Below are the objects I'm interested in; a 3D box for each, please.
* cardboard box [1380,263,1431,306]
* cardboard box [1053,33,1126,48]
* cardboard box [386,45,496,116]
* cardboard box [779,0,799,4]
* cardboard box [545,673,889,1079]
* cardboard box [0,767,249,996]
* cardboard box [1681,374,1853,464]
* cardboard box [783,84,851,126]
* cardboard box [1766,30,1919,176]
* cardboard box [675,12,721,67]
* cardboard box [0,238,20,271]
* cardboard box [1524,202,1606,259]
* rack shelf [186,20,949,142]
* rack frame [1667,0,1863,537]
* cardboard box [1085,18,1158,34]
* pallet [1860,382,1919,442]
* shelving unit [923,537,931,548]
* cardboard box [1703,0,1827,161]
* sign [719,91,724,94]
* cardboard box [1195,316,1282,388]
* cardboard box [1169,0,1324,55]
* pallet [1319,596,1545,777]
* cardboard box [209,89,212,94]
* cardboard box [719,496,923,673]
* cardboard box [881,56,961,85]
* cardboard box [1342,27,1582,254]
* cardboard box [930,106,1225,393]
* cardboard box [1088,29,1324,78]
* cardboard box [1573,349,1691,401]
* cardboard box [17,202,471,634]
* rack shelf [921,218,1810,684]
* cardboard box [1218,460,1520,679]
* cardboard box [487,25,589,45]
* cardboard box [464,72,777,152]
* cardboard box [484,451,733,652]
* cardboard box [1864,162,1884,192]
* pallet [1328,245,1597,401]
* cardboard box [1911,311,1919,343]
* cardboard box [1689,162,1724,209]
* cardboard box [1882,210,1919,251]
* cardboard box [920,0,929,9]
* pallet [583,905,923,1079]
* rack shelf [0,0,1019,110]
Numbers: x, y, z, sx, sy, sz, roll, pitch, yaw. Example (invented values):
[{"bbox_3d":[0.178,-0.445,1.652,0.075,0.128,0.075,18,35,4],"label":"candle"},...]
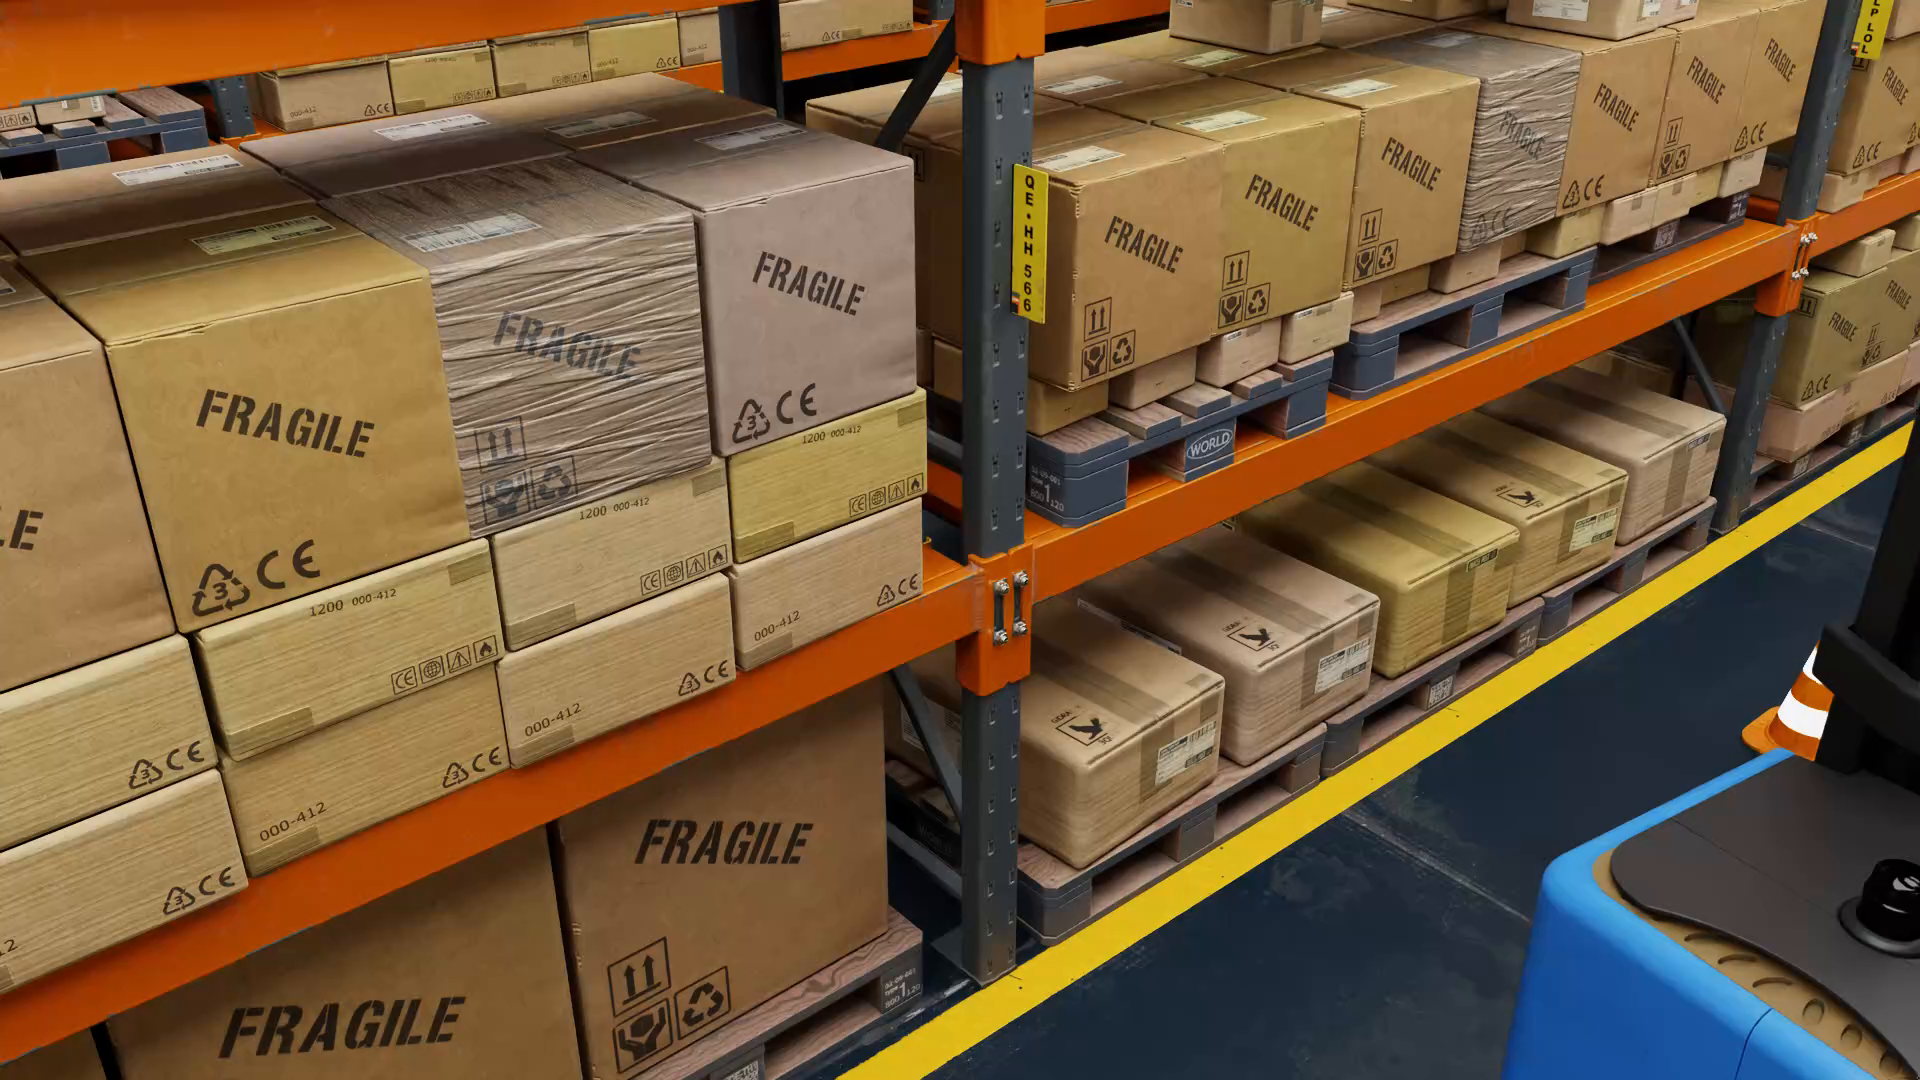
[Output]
[{"bbox_3d":[1.171,-0.836,4.953,0.250,0.149,0.380,-20,34,-33],"label":"cardboard box"},{"bbox_3d":[0.940,-3.069,10.721,0.500,0.250,0.500,-21,34,-33],"label":"cardboard box"},{"bbox_3d":[-2.559,-2.221,7.883,0.500,0.250,0.500,-23,36,-36],"label":"cardboard box"},{"bbox_3d":[-0.992,-3.063,8.928,0.500,0.250,0.500,-23,36,-36],"label":"cardboard box"},{"bbox_3d":[-0.796,0.625,4.207,0.875,0.875,0.875,-22,35,-35],"label":"cardboard box"},{"bbox_3d":[-1.574,0.482,2.825,0.500,0.250,0.500,-23,35,-36],"label":"cardboard box"},{"bbox_3d":[3.451,-0.588,7.140,0.500,0.250,0.500,-24,36,-37],"label":"cardboard box"},{"bbox_3d":[-0.788,-2.285,9.917,0.625,0.625,0.875,-20,34,-33],"label":"cardboard box"},{"bbox_3d":[3.342,-1.742,6.405,0.500,0.500,0.500,-22,35,-35],"label":"cardboard box"},{"bbox_3d":[-1.388,-2.700,8.779,0.500,0.250,0.500,-22,35,-35],"label":"cardboard box"},{"bbox_3d":[-1.911,-0.269,2.904,0.500,0.500,0.500,-21,35,-34],"label":"cardboard box"},{"bbox_3d":[1.829,-1.043,5.340,0.250,0.149,0.380,-22,35,-35],"label":"cardboard box"},{"bbox_3d":[-1.919,-2.382,8.787,4.000,0.370,1.077,-22,35,-35],"label":"rack shelf"},{"bbox_3d":[2.827,-1.532,6.434,0.127,3.000,1.000,-22,35,-35],"label":"rack frame"},{"bbox_3d":[0.997,-3.411,11.361,0.500,0.250,0.500,-23,36,-36],"label":"cardboard box"},{"bbox_3d":[4.243,-0.895,8.202,1.213,0.211,1.003,-22,35,-35],"label":"pallet"},{"bbox_3d":[0.058,-0.685,6.440,1.083,1.500,0.587,-22,35,-35],"label":"shelving unit"},{"bbox_3d":[2.624,-1.669,5.823,0.500,0.500,0.500,-23,36,-36],"label":"cardboard box"},{"bbox_3d":[-0.576,-0.976,4.249,0.005,0.325,0.100,-22,35,-35],"label":"sign"},{"bbox_3d":[0.626,-0.557,4.431,0.250,0.149,0.380,-25,37,-38],"label":"cardboard box"},{"bbox_3d":[0.845,-1.557,4.925,0.250,0.149,0.380,-24,36,-37],"label":"cardboard box"},{"bbox_3d":[1.307,0.312,5.943,1.213,0.211,1.003,-22,35,-35],"label":"pallet"},{"bbox_3d":[-3.265,-2.250,7.937,0.500,0.250,0.500,-23,36,-36],"label":"cardboard box"},{"bbox_3d":[-0.433,0.006,3.716,0.500,0.250,0.500,-23,36,-37],"label":"cardboard box"},{"bbox_3d":[-0.149,-2.944,10.487,0.500,0.250,0.500,-21,35,-34],"label":"cardboard box"},{"bbox_3d":[1.453,-1.201,4.947,0.500,0.500,0.500,-23,36,-37],"label":"cardboard box"},{"bbox_3d":[0.276,-0.724,4.054,0.500,0.500,0.500,-23,36,-36],"label":"cardboard box"},{"bbox_3d":[0.718,-1.225,4.992,0.500,0.500,0.500,-25,37,-38],"label":"cardboard box"},{"bbox_3d":[3.102,-0.782,7.502,0.500,0.250,0.500,-20,34,-33],"label":"cardboard box"},{"bbox_3d":[-1.207,-0.232,2.835,0.500,0.500,0.500,-22,35,-35],"label":"cardboard box"},{"bbox_3d":[1.305,-0.603,5.459,4.000,0.370,1.077,-22,35,-35],"label":"rack shelf"},{"bbox_3d":[1.357,0.038,5.840,0.625,0.372,0.950,-21,34,-33],"label":"cardboard box"},{"bbox_3d":[-2.153,-2.596,8.054,0.500,0.250,0.500,-23,36,-36],"label":"cardboard box"},{"bbox_3d":[-0.750,-0.730,3.767,0.500,0.500,0.500,-23,36,-36],"label":"cardboard box"},{"bbox_3d":[-0.808,-0.065,3.318,0.500,0.250,0.500,-23,36,-36],"label":"cardboard box"},{"bbox_3d":[3.433,-1.498,6.638,0.250,0.149,0.380,-21,34,-34],"label":"cardboard box"},{"bbox_3d":[1.263,-0.844,5.350,1.213,0.211,1.003,-22,35,-35],"label":"pallet"},{"bbox_3d":[4.246,-1.245,7.573,0.500,0.500,0.500,-20,34,-32],"label":"cardboard box"},{"bbox_3d":[2.402,-1.276,5.776,0.250,0.149,0.380,-23,36,-36],"label":"cardboard box"},{"bbox_3d":[3.974,-1.380,7.137,0.250,0.149,0.380,-20,34,-33],"label":"cardboard box"},{"bbox_3d":[0.109,-3.397,9.818,0.500,0.500,0.500,-23,36,-36],"label":"cardboard box"},{"bbox_3d":[-0.865,1.136,4.401,1.213,0.211,1.003,-22,35,-35],"label":"pallet"},{"bbox_3d":[-1.738,-0.702,2.462,4.000,0.370,1.077,-22,35,-35],"label":"rack shelf"}]
